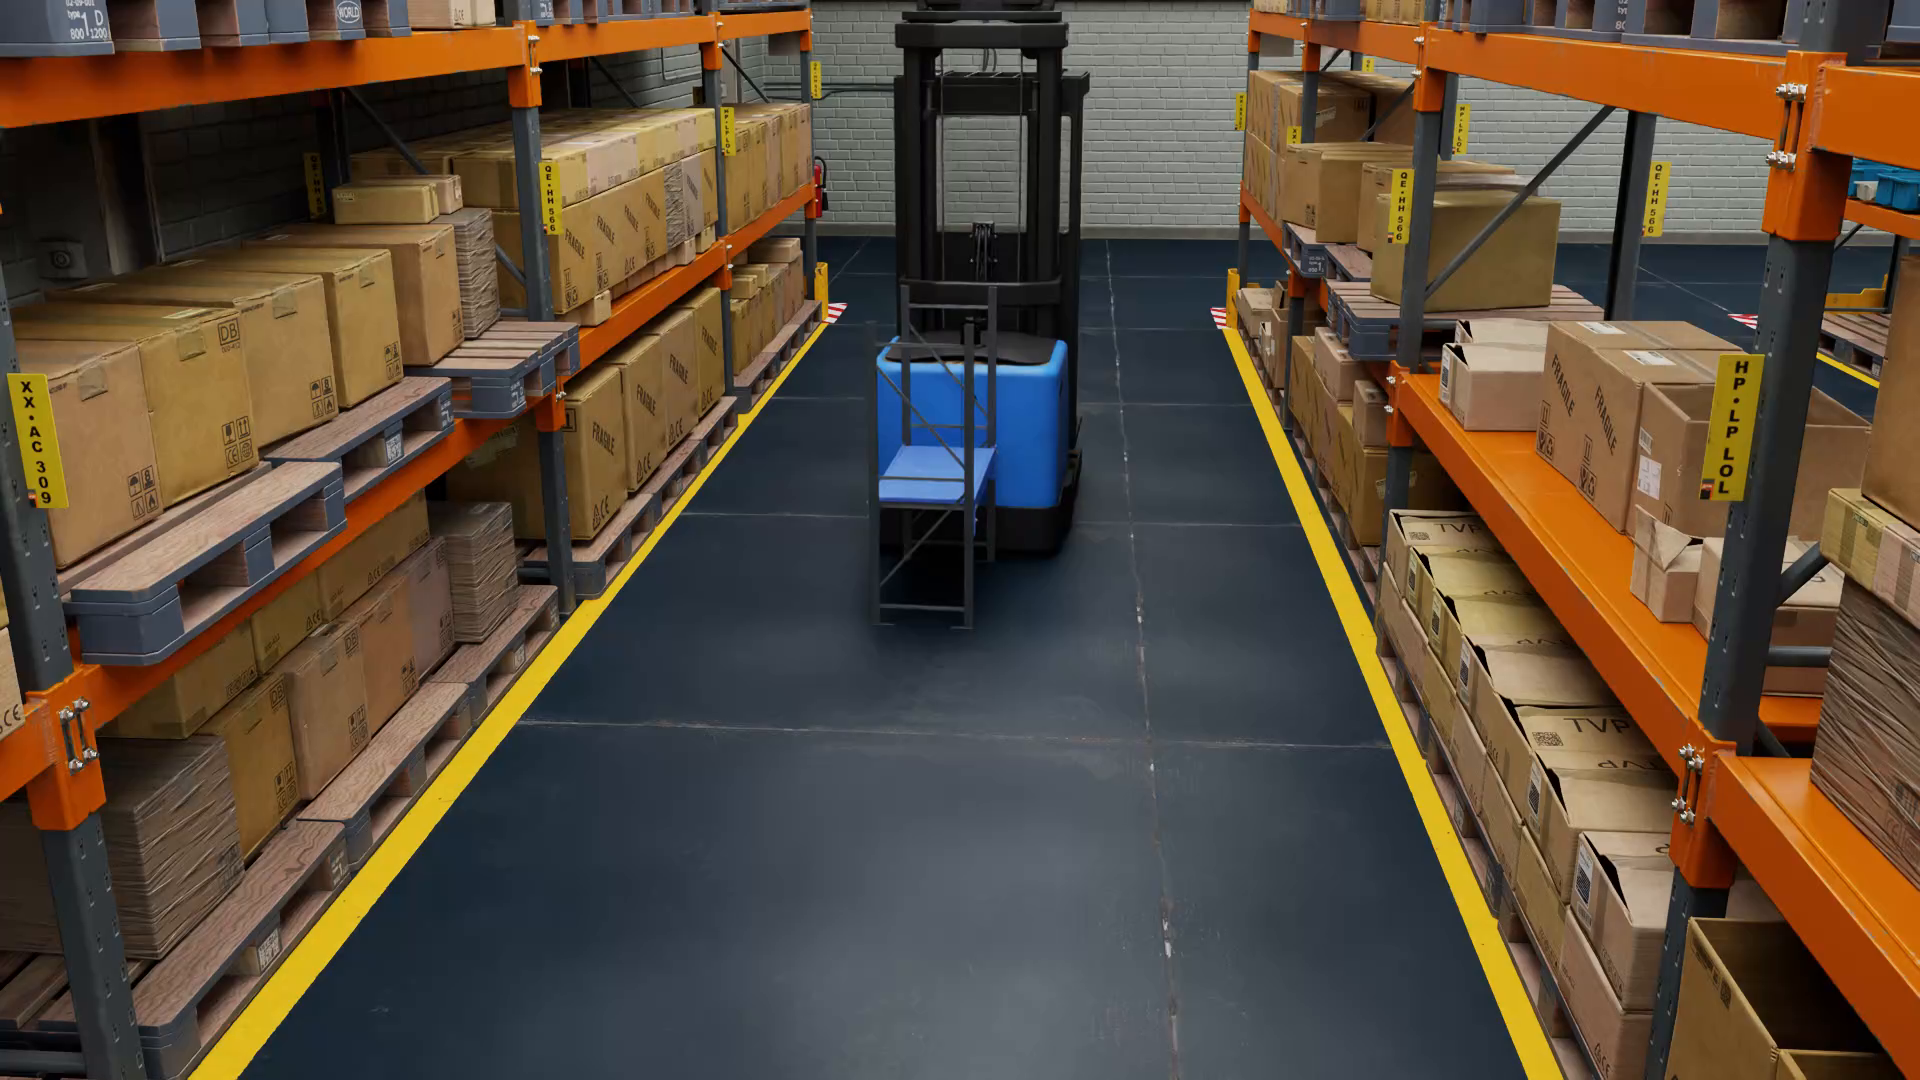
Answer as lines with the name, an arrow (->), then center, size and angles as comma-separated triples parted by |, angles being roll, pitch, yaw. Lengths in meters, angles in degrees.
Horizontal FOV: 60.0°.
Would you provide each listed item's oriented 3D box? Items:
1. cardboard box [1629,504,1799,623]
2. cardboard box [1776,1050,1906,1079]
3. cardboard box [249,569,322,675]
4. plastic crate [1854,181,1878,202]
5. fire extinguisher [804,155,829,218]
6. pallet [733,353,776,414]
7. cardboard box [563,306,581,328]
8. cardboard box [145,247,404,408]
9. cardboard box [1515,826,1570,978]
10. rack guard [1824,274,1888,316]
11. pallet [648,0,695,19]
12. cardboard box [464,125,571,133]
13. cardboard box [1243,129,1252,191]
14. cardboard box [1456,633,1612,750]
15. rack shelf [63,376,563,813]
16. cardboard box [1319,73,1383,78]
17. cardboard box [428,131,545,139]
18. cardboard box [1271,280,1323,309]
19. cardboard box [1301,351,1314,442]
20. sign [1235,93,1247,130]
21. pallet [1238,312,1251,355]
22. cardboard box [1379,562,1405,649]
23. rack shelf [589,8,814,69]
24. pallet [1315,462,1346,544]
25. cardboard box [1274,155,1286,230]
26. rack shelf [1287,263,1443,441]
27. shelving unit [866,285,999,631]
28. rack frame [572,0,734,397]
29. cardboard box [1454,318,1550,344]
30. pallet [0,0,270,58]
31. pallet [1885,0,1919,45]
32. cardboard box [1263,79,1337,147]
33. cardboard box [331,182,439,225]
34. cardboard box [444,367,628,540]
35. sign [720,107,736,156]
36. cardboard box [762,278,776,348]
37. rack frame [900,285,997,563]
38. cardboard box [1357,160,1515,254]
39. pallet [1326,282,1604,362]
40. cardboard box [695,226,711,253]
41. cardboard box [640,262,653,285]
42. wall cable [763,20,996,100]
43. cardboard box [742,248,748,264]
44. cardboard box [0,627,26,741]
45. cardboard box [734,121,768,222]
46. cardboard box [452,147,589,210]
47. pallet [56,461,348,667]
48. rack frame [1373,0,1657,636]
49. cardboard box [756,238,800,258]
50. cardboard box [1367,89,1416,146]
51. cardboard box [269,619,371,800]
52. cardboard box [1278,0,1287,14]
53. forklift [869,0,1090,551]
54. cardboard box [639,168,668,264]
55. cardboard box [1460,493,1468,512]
cardboard box -> 2.101, 0.066, 4.620 | 0.396, 0.266, 0.258 | 1, 18, 3
cardboard box -> 1.848, 1.323, 3.107 | 0.500, 0.500, 0.500 | 1, 18, 4
cardboard box -> -2.622, 0.265, 5.901 | 0.500, 0.250, 0.500 | 1, 18, 2
plastic crate -> 7.522, -2.861, 13.665 | 0.250, 0.136, 0.298 | 1, 18, 4
fire extinguisher -> -1.388, -3.380, 15.643 | 0.296, 0.674, 0.183 | 1, 18, 4
pallet -> -2.014, -1.224, 12.820 | 1.003, 0.211, 1.213 | 1, 18, 4
cardboard box -> -2.151, -1.138, 8.449 | 0.380, 0.149, 0.250 | 2, 18, 5
cardboard box -> -2.524, -0.795, 6.166 | 0.700, 0.500, 0.500 | 1, 18, 4
cardboard box -> 2.000, 1.094, 5.008 | 0.500, 0.250, 0.500 | 1, 18, 3
rack guard -> 8.011, -2.156, 15.199 | 1.175, 0.500, 0.348 | 1, 18, 4
pallet -> -2.163, -3.363, 10.360 | 0.805, 0.209, 1.217 | 1, 18, 2
cardboard box -> -2.542, -2.252, 9.604 | 0.500, 0.250, 0.500 | 1, 18, 3
cardboard box -> 2.787, -3.363, 14.709 | 0.500, 0.500, 0.500 | 2, 18, 5
cardboard box -> 2.074, 0.515, 5.875 | 0.500, 0.311, 0.500 | 1, 18, 3
rack shelf -> -2.576, -0.109, 6.095 | 1.077, 0.370, 4.000 | 1, 18, 4
cardboard box -> 3.289, -3.669, 14.037 | 0.500, 0.500, 0.500 | 2, 18, 5
cardboard box -> -2.578, -2.094, 9.121 | 0.500, 0.250, 0.500 | 1, 18, 3
cardboard box -> 2.925, -1.812, 13.437 | 0.797, 0.503, 0.637 | 1, 18, 4
cardboard box -> 2.490, -0.916, 10.708 | 0.500, 0.500, 0.500 | 2, 18, 5
sign -> 2.541, -3.871, 15.029 | 0.100, 0.325, 0.005 | 1, 18, 4
pallet -> 3.020, -1.851, 14.734 | 1.003, 0.211, 1.213 | 1, 18, 4
cardboard box -> 2.178, 0.300, 7.431 | 0.500, 0.250, 0.500 | 1, 18, 4
rack shelf -> -2.003, -4.019, 13.211 | 1.077, 0.370, 4.000 | 1, 18, 4
pallet -> 2.690, -0.247, 9.837 | 1.003, 0.211, 1.213 | 1, 18, 4
cardboard box -> 2.611, -2.574, 12.300 | 0.500, 0.500, 0.500 | 2, 18, 5
rack shelf -> 2.652, -1.242, 9.552 | 1.077, 0.370, 4.000 | 1, 18, 4
shelving unit -> -0.122, -0.443, 8.366 | 0.538, 1.500, 1.048 | 2, 18, 7
rack frame -> -2.146, -2.315, 11.670 | 1.000, 3.000, 0.127 | 1, 18, 4
cardboard box -> 2.439, -0.809, 7.217 | 0.500, 0.311, 0.500 | 2, 18, 7
pallet -> -2.569, -1.356, 4.227 | 1.213, 0.211, 1.003 | 1, 18, 4
pallet -> 2.186, -0.839, 2.490 | 1.003, 0.211, 1.213 | 1, 18, 4
cardboard box -> 2.681, -3.363, 13.102 | 0.500, 0.500, 0.500 | 1, 18, 3
cardboard box -> -2.436, -1.429, 7.059 | 0.380, 0.149, 0.250 | -2, 18, -5
cardboard box -> -2.249, -0.476, 8.836 | 0.750, 0.750, 0.750 | 1, 18, 3
sign -> -1.604, -2.818, 11.474 | 0.100, 0.325, 0.005 | 1, 18, 4
cardboard box -> -1.912, -1.872, 13.658 | 0.700, 0.500, 0.500 | 2, 18, 5
rack frame -> -0.059, -0.600, 8.845 | 0.500, 1.500, 0.032 | 2, 18, 7
cardboard box -> 2.730, -1.902, 9.576 | 0.700, 0.500, 0.500 | -3, 18, -10
pallet -> 2.487, -1.084, 8.222 | 1.213, 0.211, 1.003 | 1, 18, 4
cardboard box -> -1.882, -2.015, 11.125 | 0.380, 0.149, 0.250 | 2, 18, 5
cardboard box -> -2.053, -1.618, 9.914 | 0.380, 0.149, 0.250 | 2, 18, 6
wall cable -> -1.097, -6.681, 20.347 | 3.097, 2.526, 0.112 | 1, 18, 4
cardboard box -> -2.054, -2.466, 14.429 | 0.380, 0.149, 0.250 | 1, 18, 4
cardboard box -> -2.451, 0.386, 3.638 | 0.500, 0.250, 0.500 | 1, 18, 4
cardboard box -> -2.033, -2.852, 12.828 | 0.980, 0.700, 0.700 | 1, 18, 3
cardboard box -> -2.141, -1.771, 8.137 | 0.500, 0.250, 0.500 | 2, 18, 5
pallet -> -2.520, 0.027, 4.832 | 1.003, 0.211, 1.213 | 1, 18, 4
rack frame -> 2.508, -0.963, 7.545 | 1.000, 3.000, 0.127 | 1, 18, 4
cardboard box -> -1.637, -2.613, 14.880 | 0.380, 0.149, 0.250 | 1, 18, 3
cardboard box -> 3.110, -2.868, 11.592 | 0.500, 0.500, 0.500 | 2, 18, 5
cardboard box -> -2.620, 0.601, 6.081 | 0.700, 0.500, 0.500 | 1, 18, 5
cardboard box -> 2.638, -4.027, 12.319 | 0.500, 0.250, 0.500 | 1, 18, 4
forklift -> 0.194, -1.751, 10.059 | 1.130, 2.935, 3.031 | 2, 18, 7
cardboard box -> -2.030, -1.894, 9.717 | 0.500, 0.500, 0.500 | 2, 18, 5
cardboard box -> 2.858, -0.282, 8.774 | 0.500, 0.500, 0.500 | 1, 18, 2
